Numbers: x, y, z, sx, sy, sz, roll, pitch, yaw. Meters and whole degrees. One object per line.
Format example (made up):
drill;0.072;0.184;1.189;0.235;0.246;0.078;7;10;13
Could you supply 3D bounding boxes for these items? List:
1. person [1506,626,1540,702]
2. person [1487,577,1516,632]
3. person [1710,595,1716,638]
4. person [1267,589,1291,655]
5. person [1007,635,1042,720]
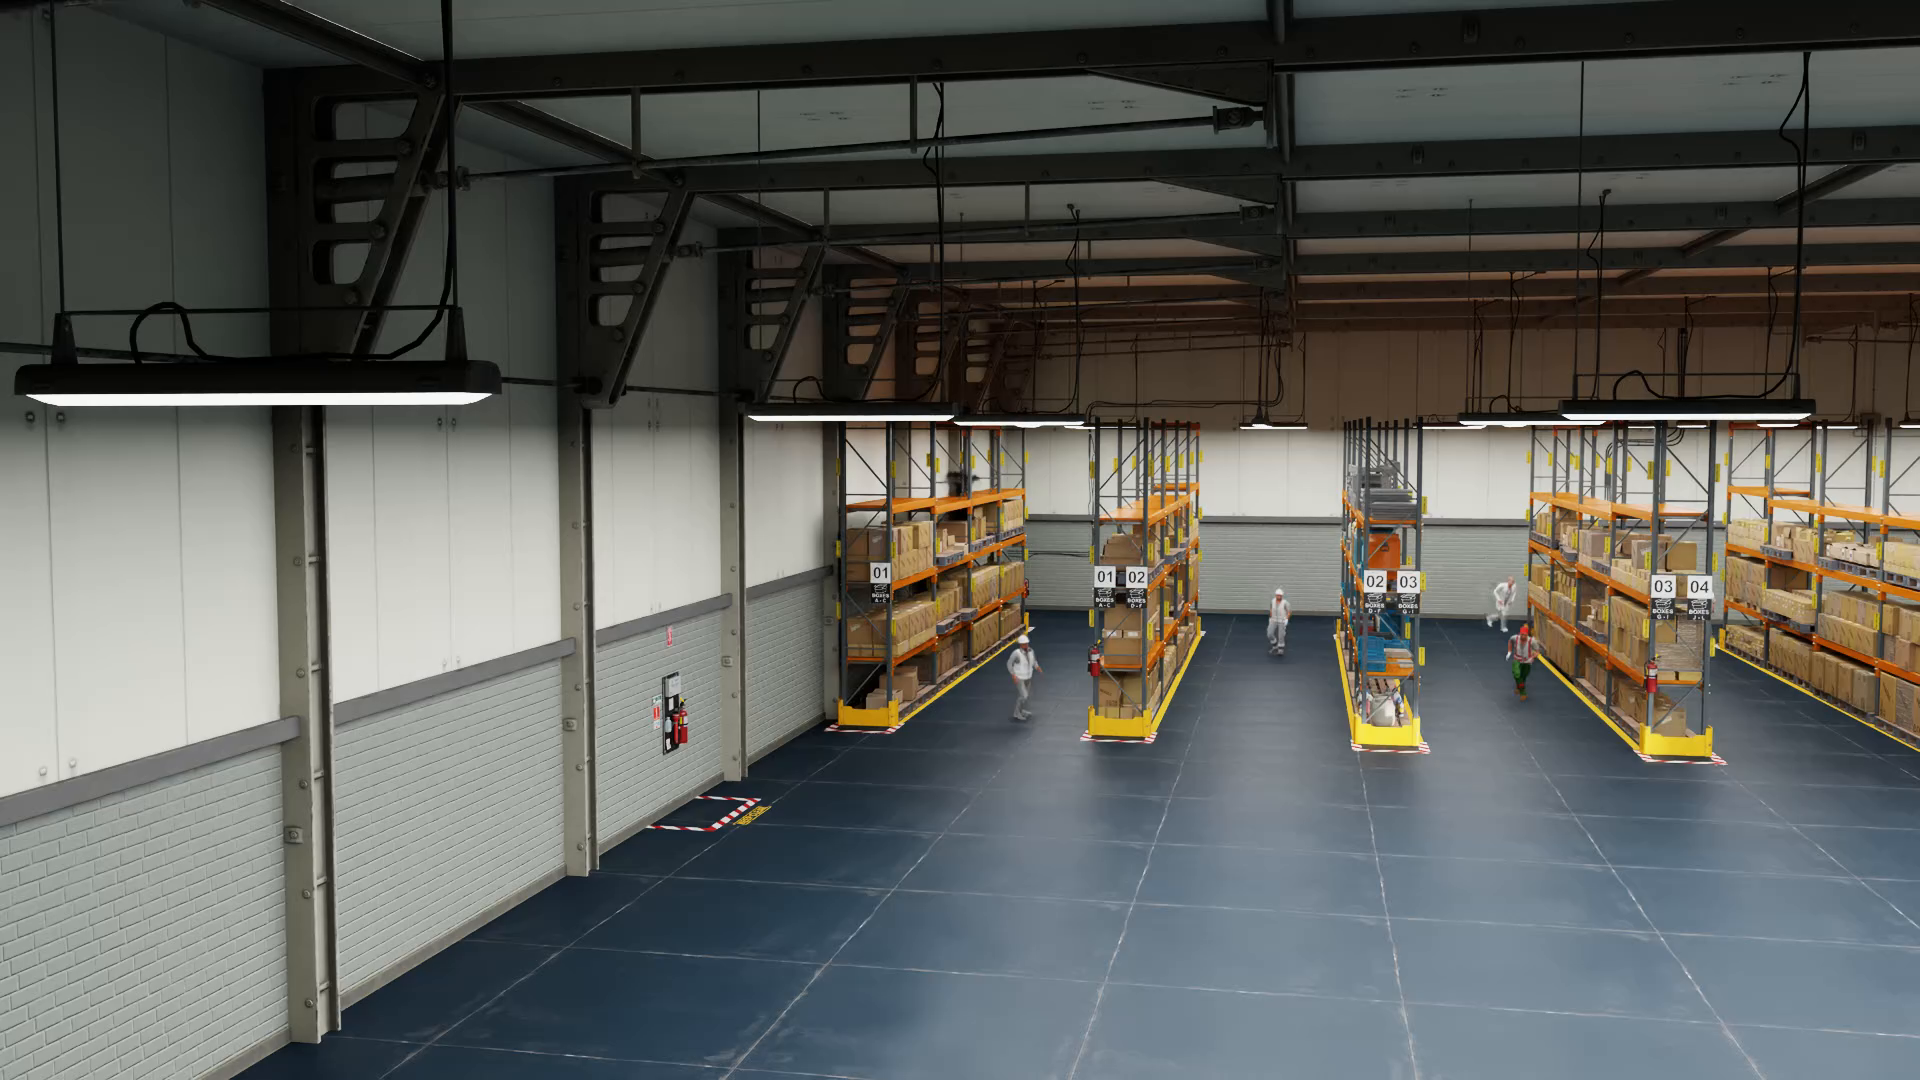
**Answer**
person;12.063;2.606;35.635;0.687;1.607;1.137;1;4;19
person;15.587;1.825;47.888;0.710;1.605;1.037;-2;4;-22
person;20.311;1.975;45.442;0.668;1.602;0.784;3;5;43
person;8.128;2.094;42.390;0.669;1.723;0.713;2;4;29
person;1.285;2.736;33.209;0.702;1.714;0.803;-4;5;-44
